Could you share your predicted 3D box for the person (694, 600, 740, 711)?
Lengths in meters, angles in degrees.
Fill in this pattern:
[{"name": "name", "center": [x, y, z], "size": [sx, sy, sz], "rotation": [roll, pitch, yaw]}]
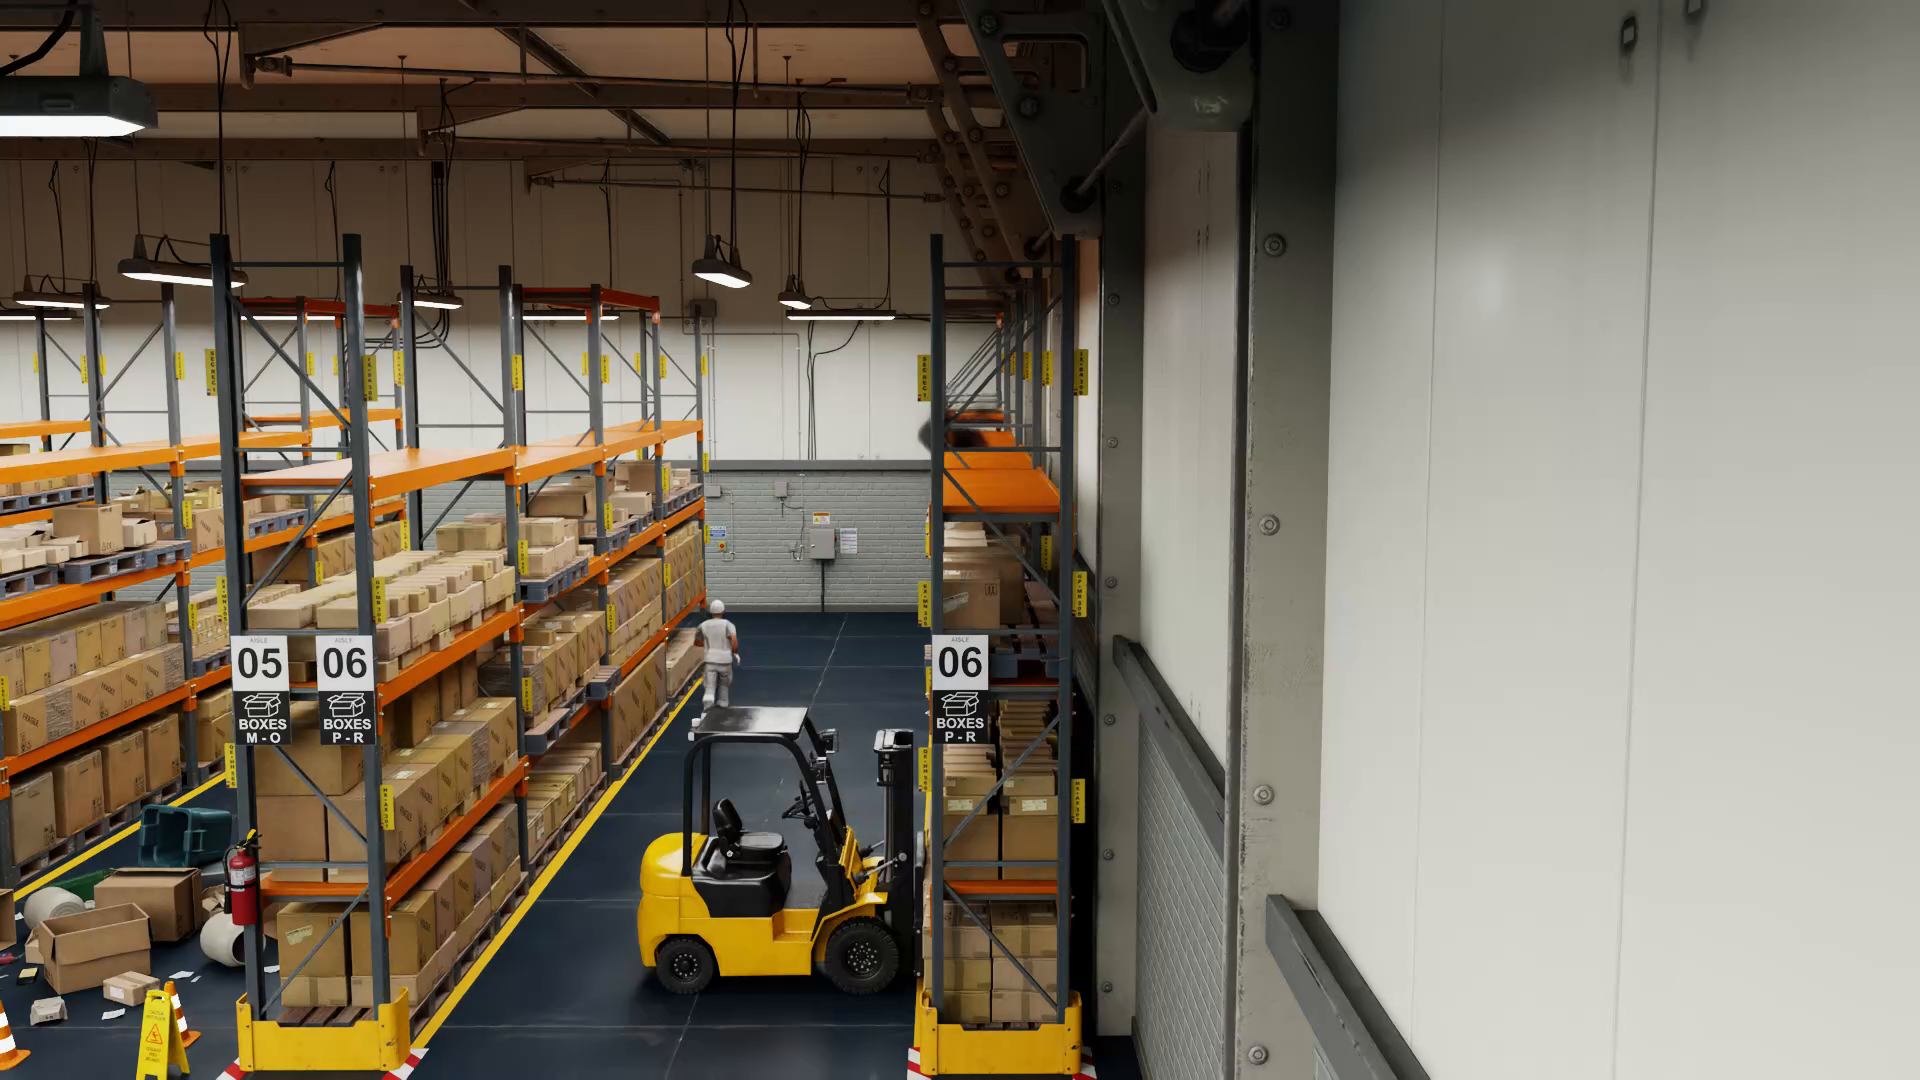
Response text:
[{"name": "person", "center": [-3.364, 1.709, 22.998], "size": [0.661, 1.769, 0.993], "rotation": [0, 6, 2]}]
